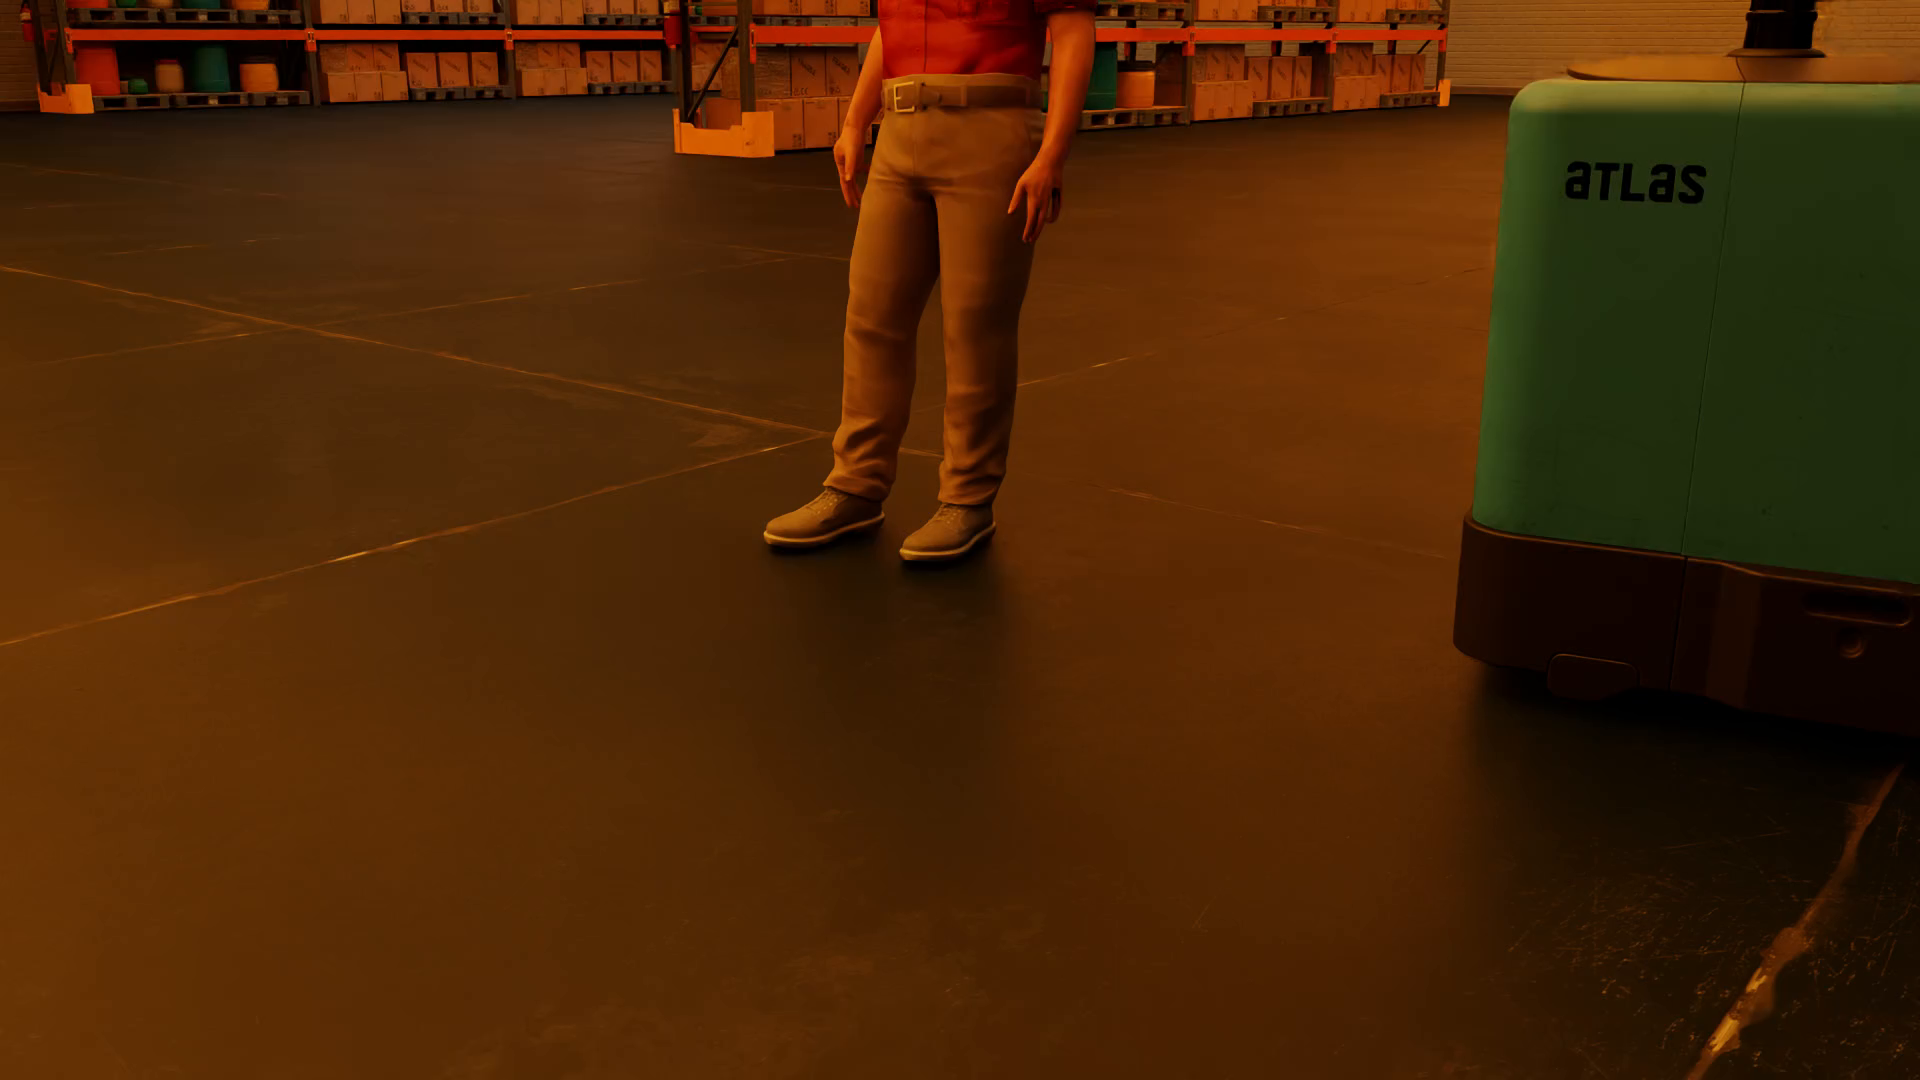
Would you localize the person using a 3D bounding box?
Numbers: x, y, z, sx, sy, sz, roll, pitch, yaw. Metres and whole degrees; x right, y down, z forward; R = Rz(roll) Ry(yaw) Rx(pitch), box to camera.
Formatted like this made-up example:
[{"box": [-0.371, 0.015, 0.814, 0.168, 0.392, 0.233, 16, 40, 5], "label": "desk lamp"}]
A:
[{"box": [-0.066, -0.817, 3.629, 0.641, 1.727, 0.550, 13, 21, 37], "label": "person"}]

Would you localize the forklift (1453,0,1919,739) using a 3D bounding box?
[{"box": [2.460, -1.063, 2.398, 3.031, 2.935, 1.130, 8, 19, 25], "label": "forklift"}]
